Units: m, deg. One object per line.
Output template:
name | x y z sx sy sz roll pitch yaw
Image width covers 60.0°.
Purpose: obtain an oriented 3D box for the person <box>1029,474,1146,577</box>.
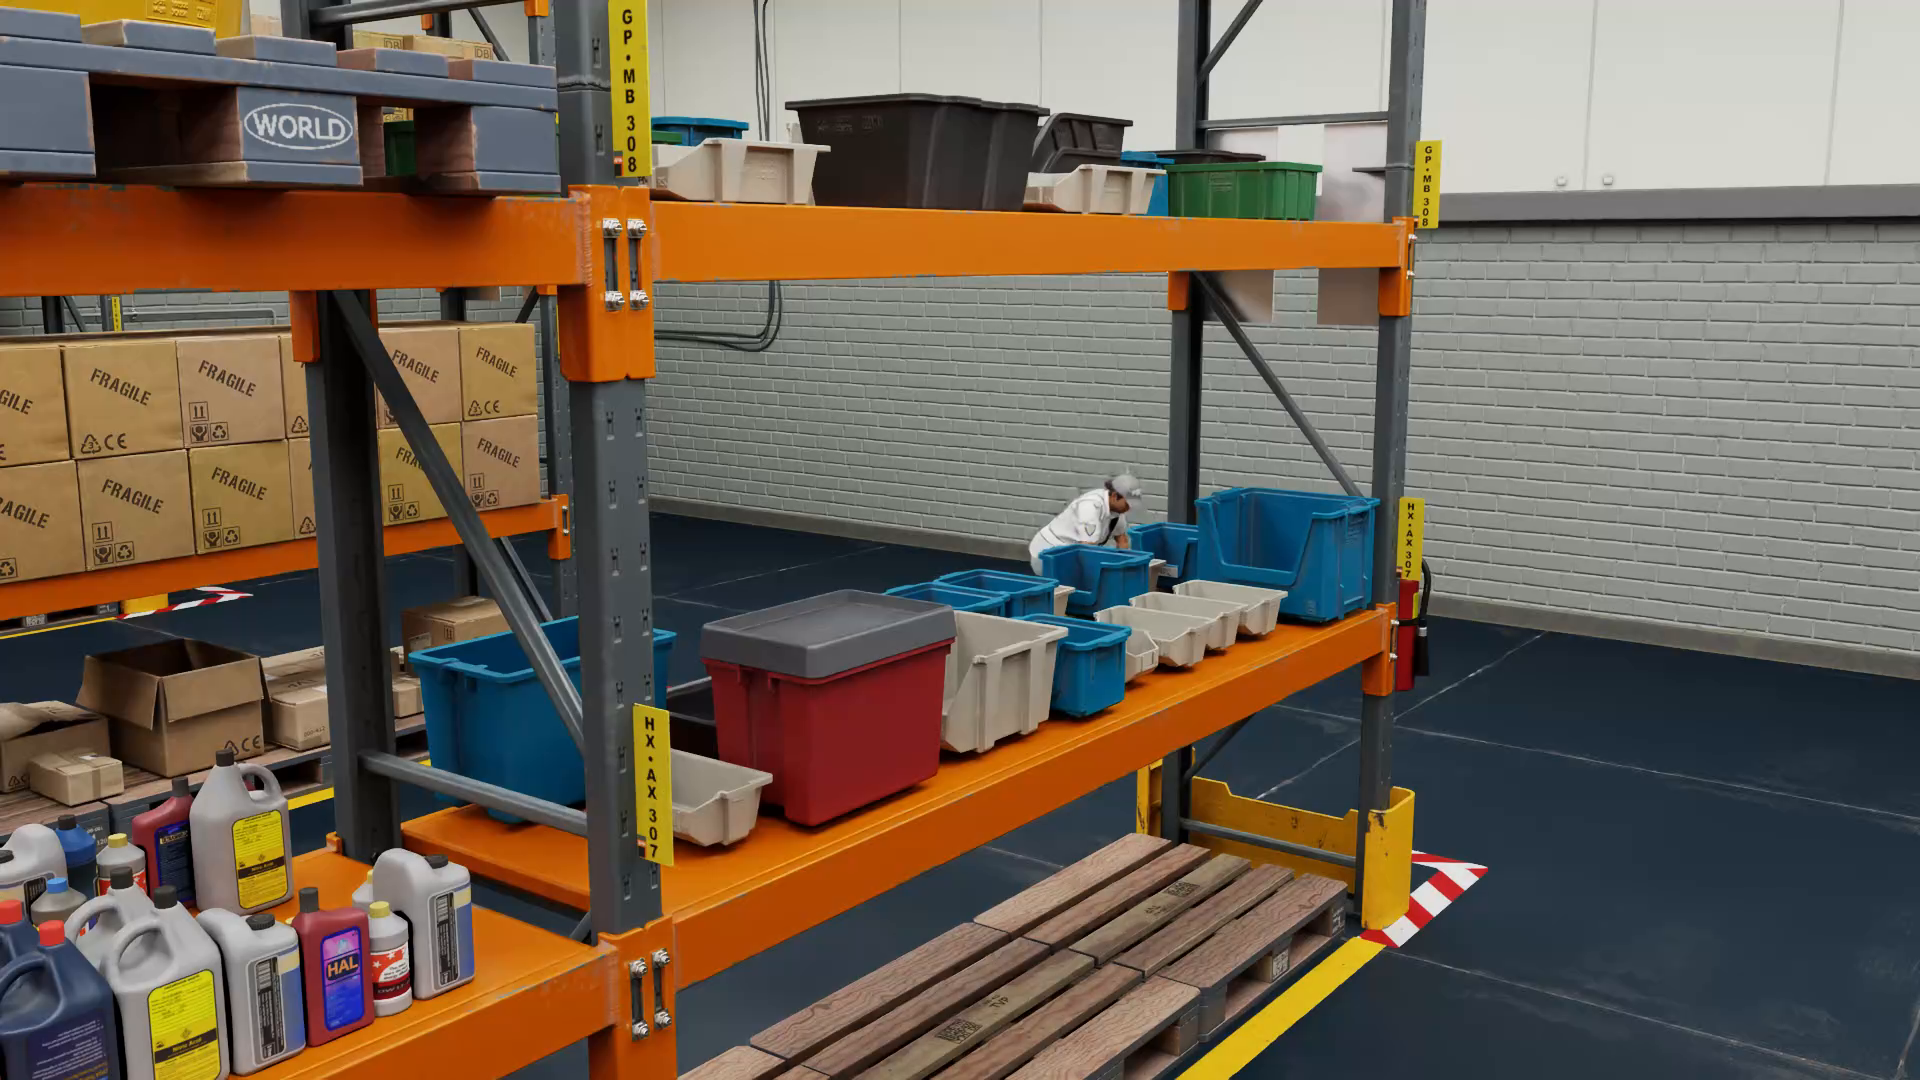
person | 0.868 0.170 11.108 0.785 1.265 0.538 7 12 36
